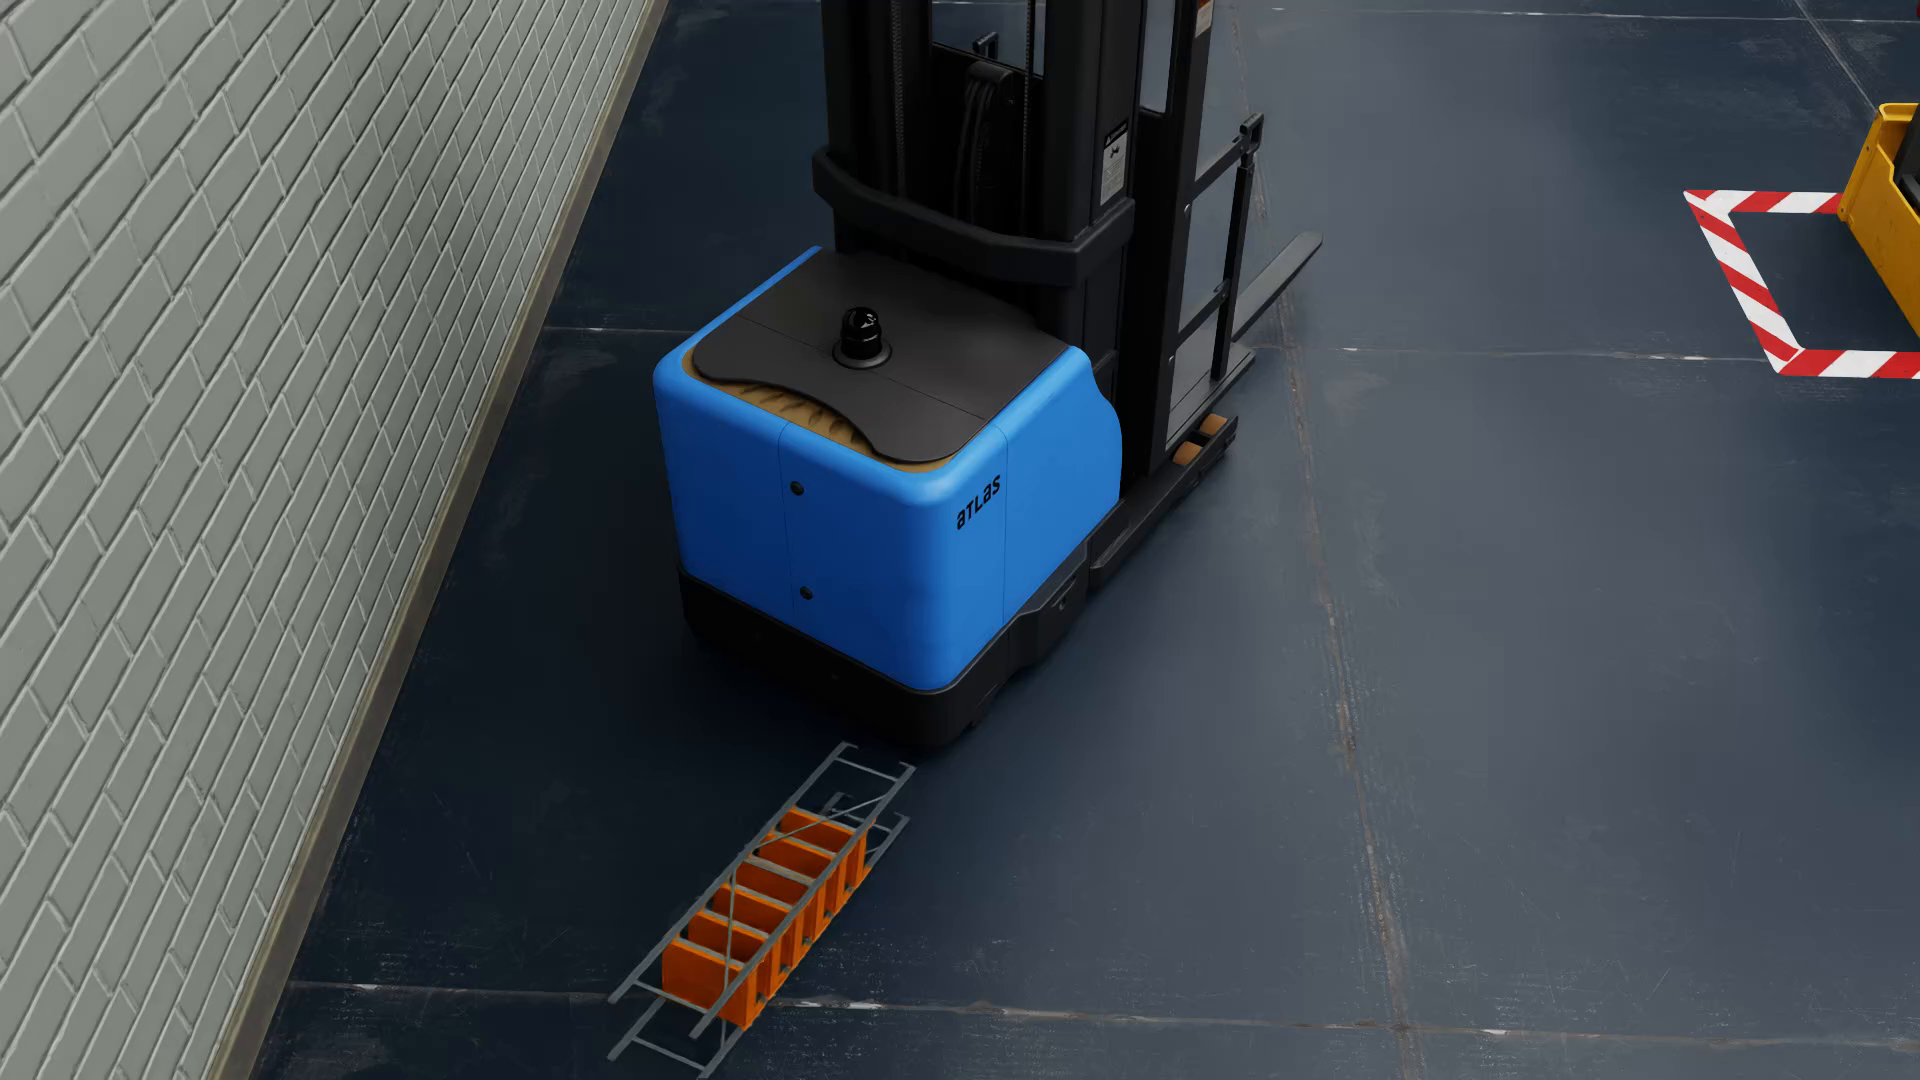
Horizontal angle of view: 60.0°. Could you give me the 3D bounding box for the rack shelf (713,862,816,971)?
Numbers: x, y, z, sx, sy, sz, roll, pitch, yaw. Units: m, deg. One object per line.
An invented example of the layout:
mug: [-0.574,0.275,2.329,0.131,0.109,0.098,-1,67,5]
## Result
rack shelf: [-0.512,0.972,4.299,0.258,0.180,0.103,17,30,18]

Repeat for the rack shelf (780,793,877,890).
rack shelf: [-0.369,0.827,4.596,0.258,0.180,0.103,17,30,18]

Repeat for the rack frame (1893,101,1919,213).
rack frame: [4.014,-2.174,5.883,0.127,3.000,1.000,2,43,2]

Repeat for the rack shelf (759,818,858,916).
rack shelf: [-0.417,0.875,4.497,0.258,0.180,0.103,17,30,18]

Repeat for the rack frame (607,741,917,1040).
rack frame: [-0.472,0.862,4.318,0.240,0.006,1.200,17,30,18]

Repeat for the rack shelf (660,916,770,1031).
rack shelf: [-0.608,1.068,4.101,0.258,0.180,0.103,17,30,18]

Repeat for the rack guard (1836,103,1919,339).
rack guard: [3.989,-1.251,6.726,0.348,0.500,1.175,2,43,2]

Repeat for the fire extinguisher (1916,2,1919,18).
fire extinguisher: [3.884,-2.323,6.374,0.183,0.674,0.296,2,43,2]

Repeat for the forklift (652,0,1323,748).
forklift: [0.350,-1.424,5.128,1.130,2.935,3.031,25,48,24]

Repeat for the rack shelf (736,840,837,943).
rack shelf: [-0.465,0.924,4.398,0.258,0.180,0.103,17,30,18]

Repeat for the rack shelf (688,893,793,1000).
rack shelf: [-0.560,1.020,4.200,0.258,0.180,0.103,17,30,18]

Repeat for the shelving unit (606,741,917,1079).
shelving unit: [-0.482,0.942,4.362,0.258,0.189,1.200,17,30,18]

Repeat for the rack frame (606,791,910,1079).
rack frame: [-0.492,1.021,4.405,0.240,0.006,1.200,17,30,18]
